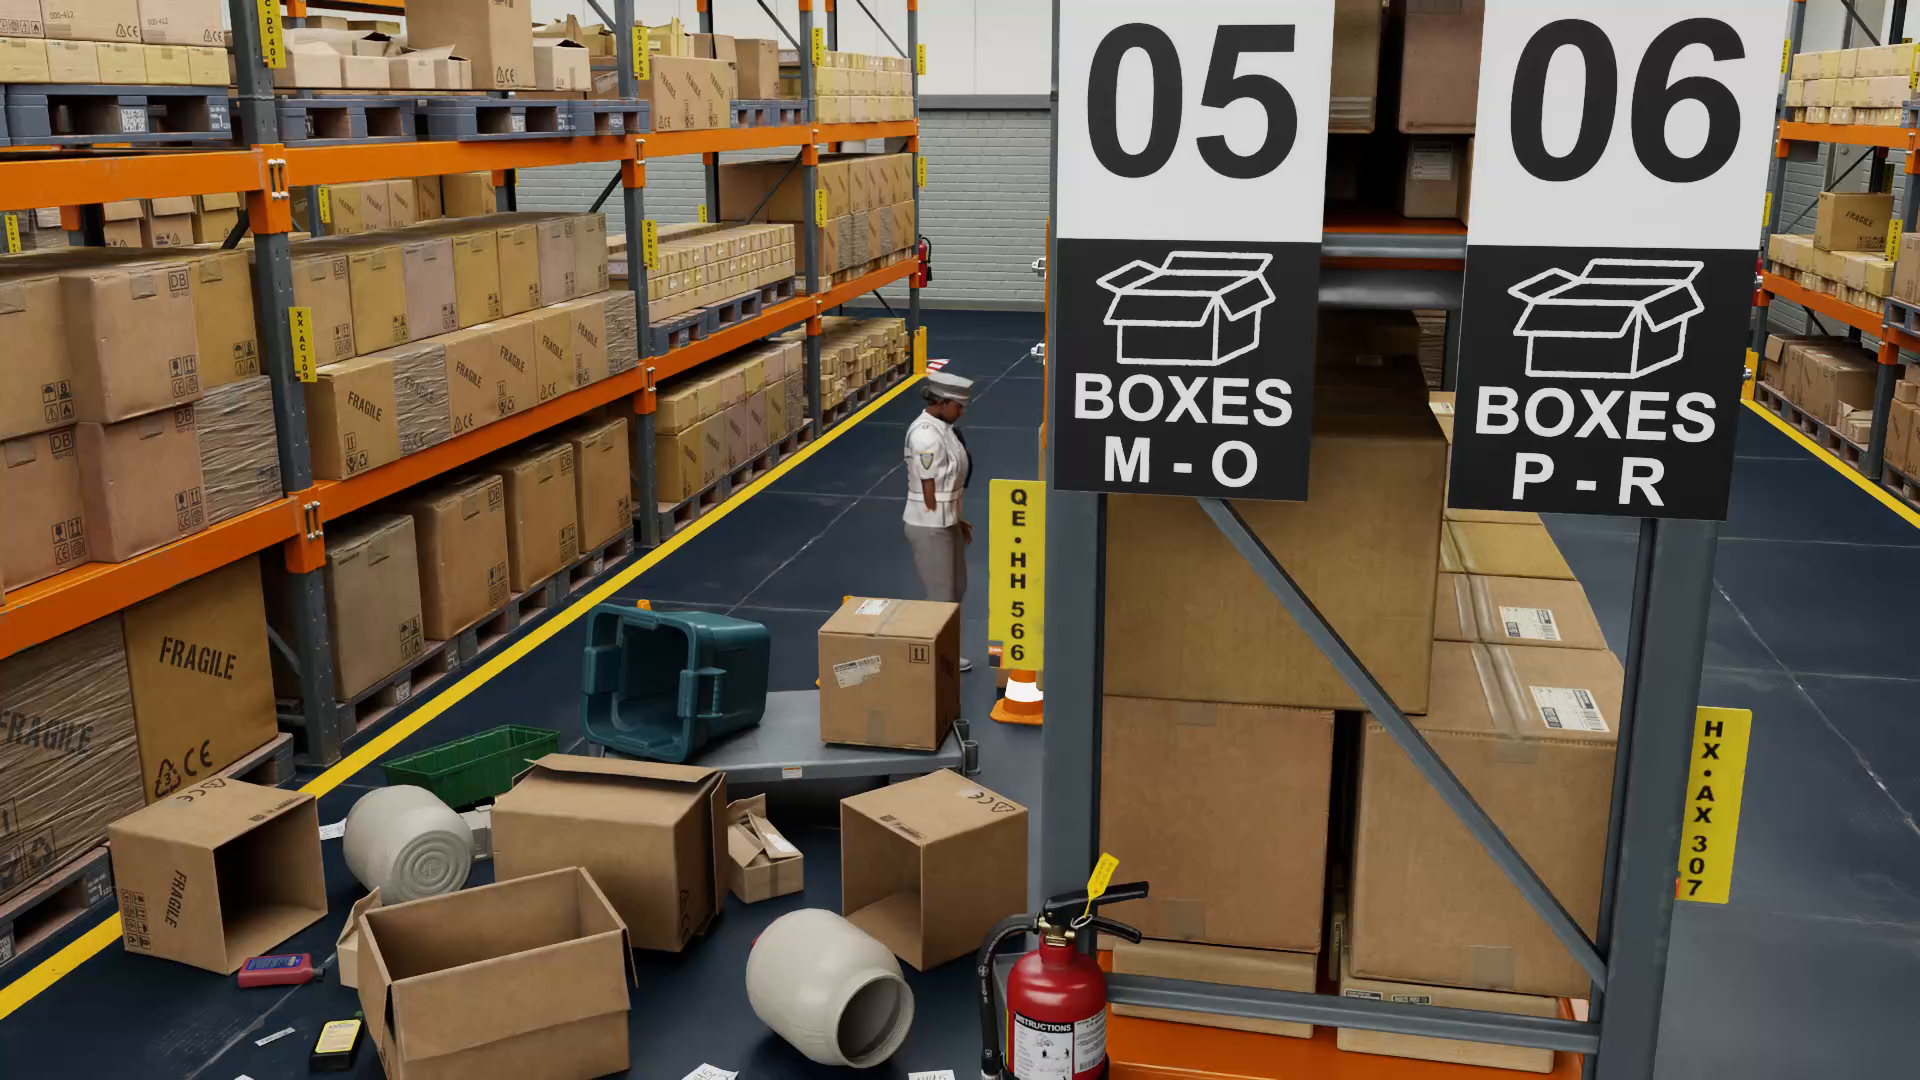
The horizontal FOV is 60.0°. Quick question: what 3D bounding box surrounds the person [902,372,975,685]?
[{"bbox_3d":[-0.108,-0.065,8.813,0.365,1.650,0.444,3,15,12],"label":"person"}]
